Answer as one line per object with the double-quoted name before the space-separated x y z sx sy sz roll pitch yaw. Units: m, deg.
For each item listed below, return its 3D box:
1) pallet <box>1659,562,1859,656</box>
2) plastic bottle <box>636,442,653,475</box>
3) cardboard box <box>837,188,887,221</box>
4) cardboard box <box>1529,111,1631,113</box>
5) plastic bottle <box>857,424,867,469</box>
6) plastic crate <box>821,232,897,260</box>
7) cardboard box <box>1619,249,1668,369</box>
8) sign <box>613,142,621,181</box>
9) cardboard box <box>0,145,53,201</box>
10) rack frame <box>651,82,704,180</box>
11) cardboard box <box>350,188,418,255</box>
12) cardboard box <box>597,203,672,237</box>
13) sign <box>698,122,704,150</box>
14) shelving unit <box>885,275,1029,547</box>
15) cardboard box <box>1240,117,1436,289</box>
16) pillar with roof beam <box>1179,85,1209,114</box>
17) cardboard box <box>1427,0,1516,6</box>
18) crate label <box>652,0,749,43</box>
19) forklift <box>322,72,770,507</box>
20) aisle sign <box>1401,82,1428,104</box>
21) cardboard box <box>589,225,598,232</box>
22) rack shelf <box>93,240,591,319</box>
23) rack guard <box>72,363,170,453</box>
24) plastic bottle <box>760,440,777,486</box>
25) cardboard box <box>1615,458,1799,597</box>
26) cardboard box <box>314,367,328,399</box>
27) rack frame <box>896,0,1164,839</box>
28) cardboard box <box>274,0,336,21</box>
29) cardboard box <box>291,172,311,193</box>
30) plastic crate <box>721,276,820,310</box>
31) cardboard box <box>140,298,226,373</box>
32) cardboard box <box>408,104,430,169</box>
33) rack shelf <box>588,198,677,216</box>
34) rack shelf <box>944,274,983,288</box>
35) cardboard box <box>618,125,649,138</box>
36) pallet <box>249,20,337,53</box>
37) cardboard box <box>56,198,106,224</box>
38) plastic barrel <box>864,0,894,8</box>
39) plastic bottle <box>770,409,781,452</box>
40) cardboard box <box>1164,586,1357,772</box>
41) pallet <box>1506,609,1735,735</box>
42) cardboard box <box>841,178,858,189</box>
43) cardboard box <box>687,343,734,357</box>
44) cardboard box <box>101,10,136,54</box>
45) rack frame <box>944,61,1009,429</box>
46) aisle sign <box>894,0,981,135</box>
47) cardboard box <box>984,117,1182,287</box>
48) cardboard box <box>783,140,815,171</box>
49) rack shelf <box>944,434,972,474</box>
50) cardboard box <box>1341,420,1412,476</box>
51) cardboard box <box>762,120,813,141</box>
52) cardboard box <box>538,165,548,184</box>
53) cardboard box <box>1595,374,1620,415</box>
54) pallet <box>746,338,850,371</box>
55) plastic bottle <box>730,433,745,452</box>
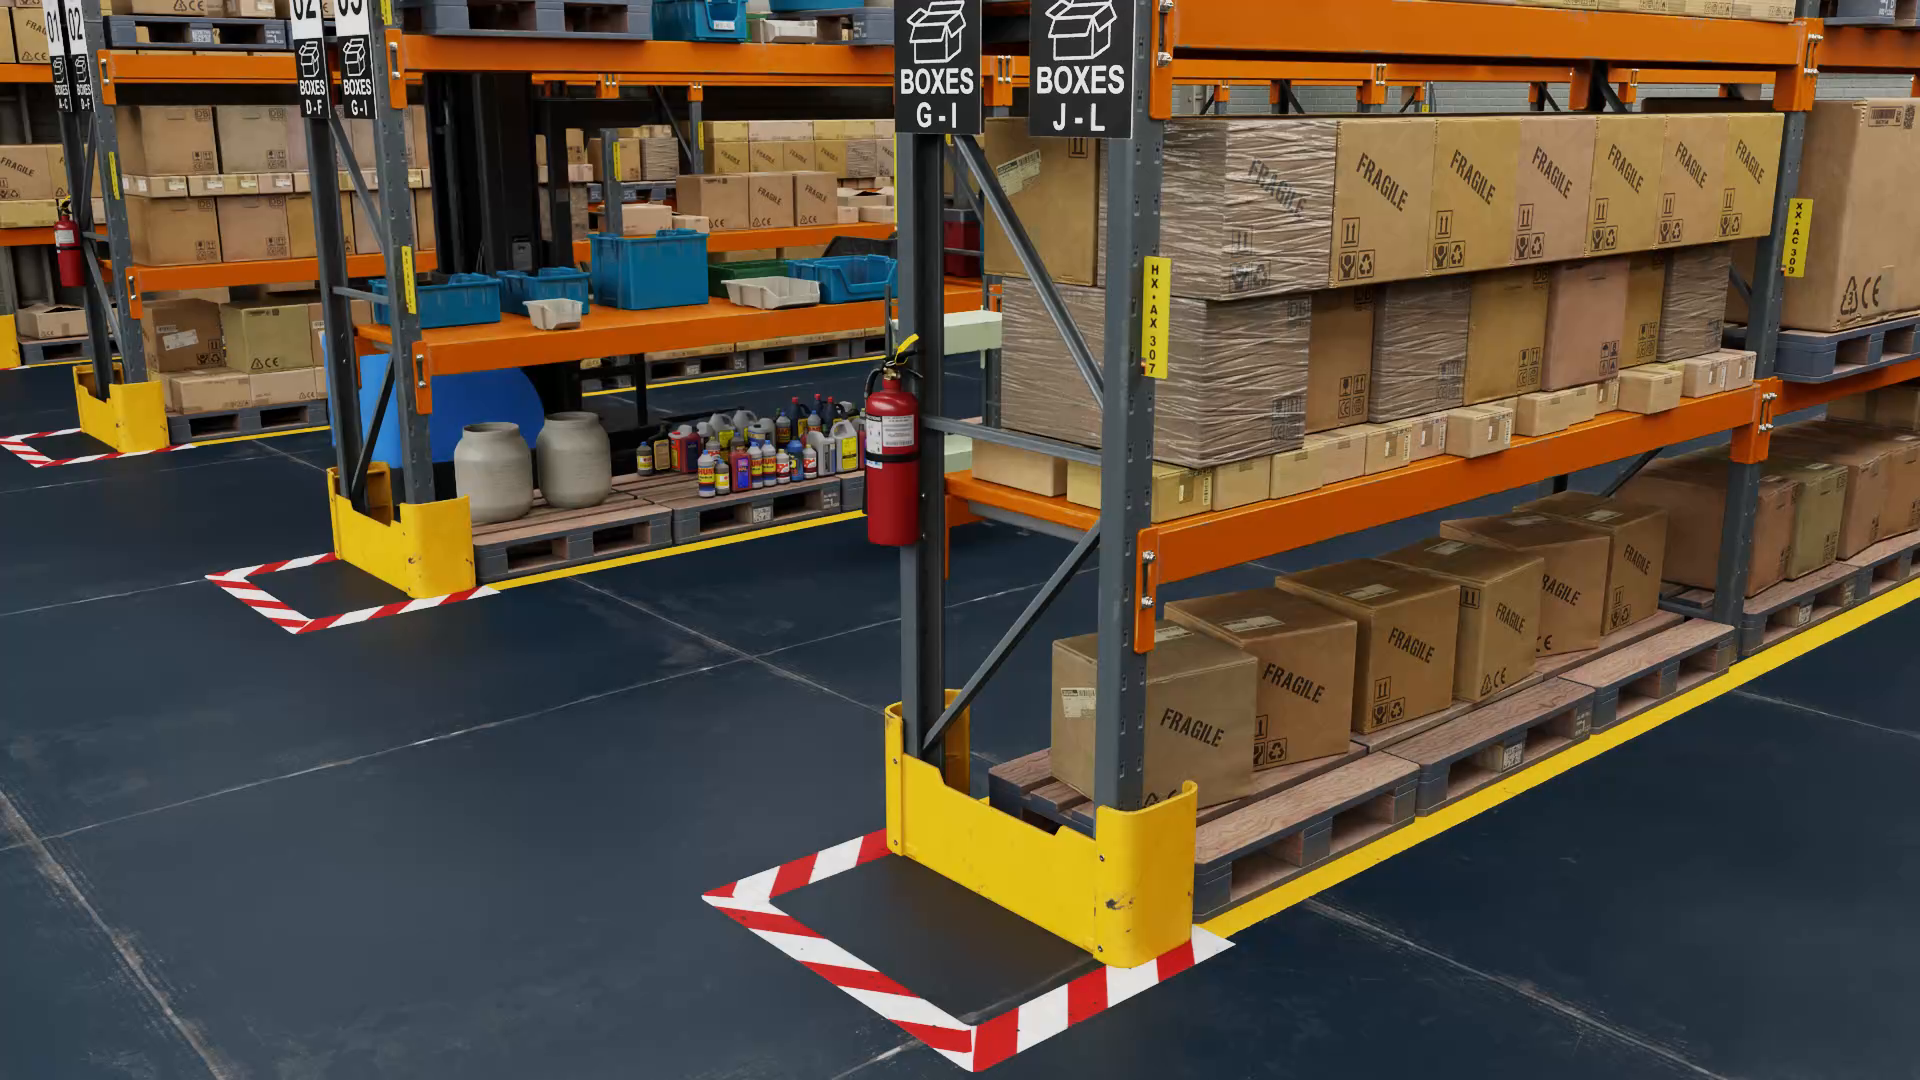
"pallet" 3.778 0.244 8.427 1.213 0.211 1.003 -13 19 -39
"plastic bottle" -1.979 -0.515 10.434 0.097 0.201 0.097 0 15 0
"cardboard box" -1.093 -3.421 16.917 0.500 0.311 0.500 -13 20 -40
"cardboard box" 2.685 -1.619 7.292 0.500 0.500 0.500 -13 19 -39
"plastic bottle" -0.597 -0.602 10.602 0.133 0.283 0.061 -11 19 -36
"plastic crate" -0.538 -1.841 10.951 0.504 0.338 0.767 -13 19 -39
"cardboard box" 2.411 -1.021 6.989 0.500 0.500 0.875 -13 19 -39
"sign" -2.943 -3.249 14.269 0.005 0.325 0.100 -13 19 -39
"cardboard box" -9.023 -3.508 15.870 0.500 0.500 0.500 -13 19 -39
"rack frame" -3.545 -4.541 20.940 0.127 3.000 1.000 -13 19 -39
"cardboard box" -4.799 -2.610 13.516 0.500 0.500 0.700 -12 19 -38
"cardboard box" -2.966 -2.920 15.158 0.500 0.250 0.500 -11 19 -36
"sign" -3.182 -4.959 20.411 0.005 0.325 0.100 -13 19 -39
"shelving unit" -0.005 -0.723 9.552 0.755 1.500 0.431 -13 19 -39
"cardboard box" 1.150 -1.092 5.317 0.500 0.500 0.500 -13 19 -39
"pillar with roof beam" 6.785 -8.583 24.444 0.400 9.000 9.100 -13 19 -39
"cardboard box" 1.469 -1.873 5.428 0.500 0.250 0.500 -13 20 -40
"crate label" -1.448 -2.888 9.224 0.408 0.251 0.502 -13 19 -39
"forklift" -2.667 -1.895 11.165 3.031 2.935 1.130 -12 19 -39
"aisle sign" 5.997 -6.141 21.890 0.004 0.787 0.394 -13 19 -39
"cardboard box" -4.525 -3.692 20.298 0.500 0.250 0.500 -12 19 -38
"rack shelf" -4.817 -2.214 13.619 4.000 0.370 1.077 -13 19 -39
"rack guard" -6.344 -1.011 12.565 0.348 0.500 1.175 -13 19 -39
"plastic bottle" -1.171 -0.473 10.144 0.097 0.271 0.097 0 15 0
"cardboard box" 3.669 -0.076 8.212 0.700 0.500 0.500 14 21 43
"cardboard box" -5.023 -1.315 13.373 0.500 0.250 0.500 -13 19 -39
"rack frame" 0.174 -0.293 5.036 0.127 3.000 1.000 -13 19 -39
"cardboard box" -4.894 -4.219 12.640 0.500 0.500 0.500 -13 19 -39
"cardboard box" -5.111 -2.784 12.909 0.250 0.149 0.380 -14 20 -41
"plastic crate" -1.118 -1.483 10.002 0.437 0.136 0.530 -13 19 -39
"cardboard box" -6.117 -1.608 13.019 0.500 0.500 0.500 -13 19 -39
"cardboard box" -4.397 -3.328 13.690 0.500 0.500 0.700 -13 20 -39
"rack shelf" -5.054 -3.855 19.764 4.000 0.370 1.077 -13 19 -39
"rack shelf" 1.449 -1.926 12.544 4.000 0.370 1.077 -13 19 -39
"cardboard box" -4.019 -4.994 20.331 0.380 0.149 0.250 12 19 38
"pallet" -4.855 -3.951 13.090 1.213 0.211 1.003 -13 19 -39
"cardboard box" -8.622 -3.235 16.301 0.500 0.250 0.500 -13 20 -41
"plastic barrel" -0.513 -3.607 10.597 0.421 0.512 0.421 0 15 0
"plastic bottle" -1.235 -0.728 11.073 0.133 0.283 0.061 -12 19 -37
"cardboard box" 1.085 0.501 6.092 0.500 0.500 0.500 -7 17 -25
"pallet" 2.708 0.497 7.481 1.213 0.211 1.003 -13 19 -39
"cardboard box" -1.584 -4.788 22.312 0.250 0.149 0.380 -13 20 -41
"cardboard box" -2.455 -1.881 15.494 0.500 0.250 0.500 -12 19 -38
"cardboard box" -8.346 -4.874 16.140 0.500 0.500 0.500 -12 19 -37
"rack frame" -0.060 -1.935 11.182 0.127 3.000 1.000 -13 19 -39
"aisle sign" -0.069 -1.597 4.880 0.004 0.787 0.394 -13 19 -39
"cardboard box" 0.427 -1.110 5.384 0.500 0.500 0.500 -13 19 -39
"cardboard box" -2.235 -4.946 21.647 0.500 0.500 0.500 -13 20 -40
"rack shelf" -0.005 -0.408 9.636 0.720 0.370 0.431 -13 19 -39
"cardboard box" 1.314 -0.339 5.694 0.250 0.149 0.380 -13 19 -39
"cardboard box" -2.254 -5.309 21.550 0.500 0.250 0.500 -12 19 -39
"cardboard box" -3.561 -3.133 14.214 0.250 0.149 0.380 -13 20 -41
"cardboard box" 2.409 -0.604 6.686 0.250 0.149 0.380 -13 19 -39
"pallet" -1.857 -1.893 16.428 1.213 0.211 1.003 -13 19 -39
"plastic bottle" -1.432 -0.588 10.710 0.097 0.201 0.097 0 15 0
